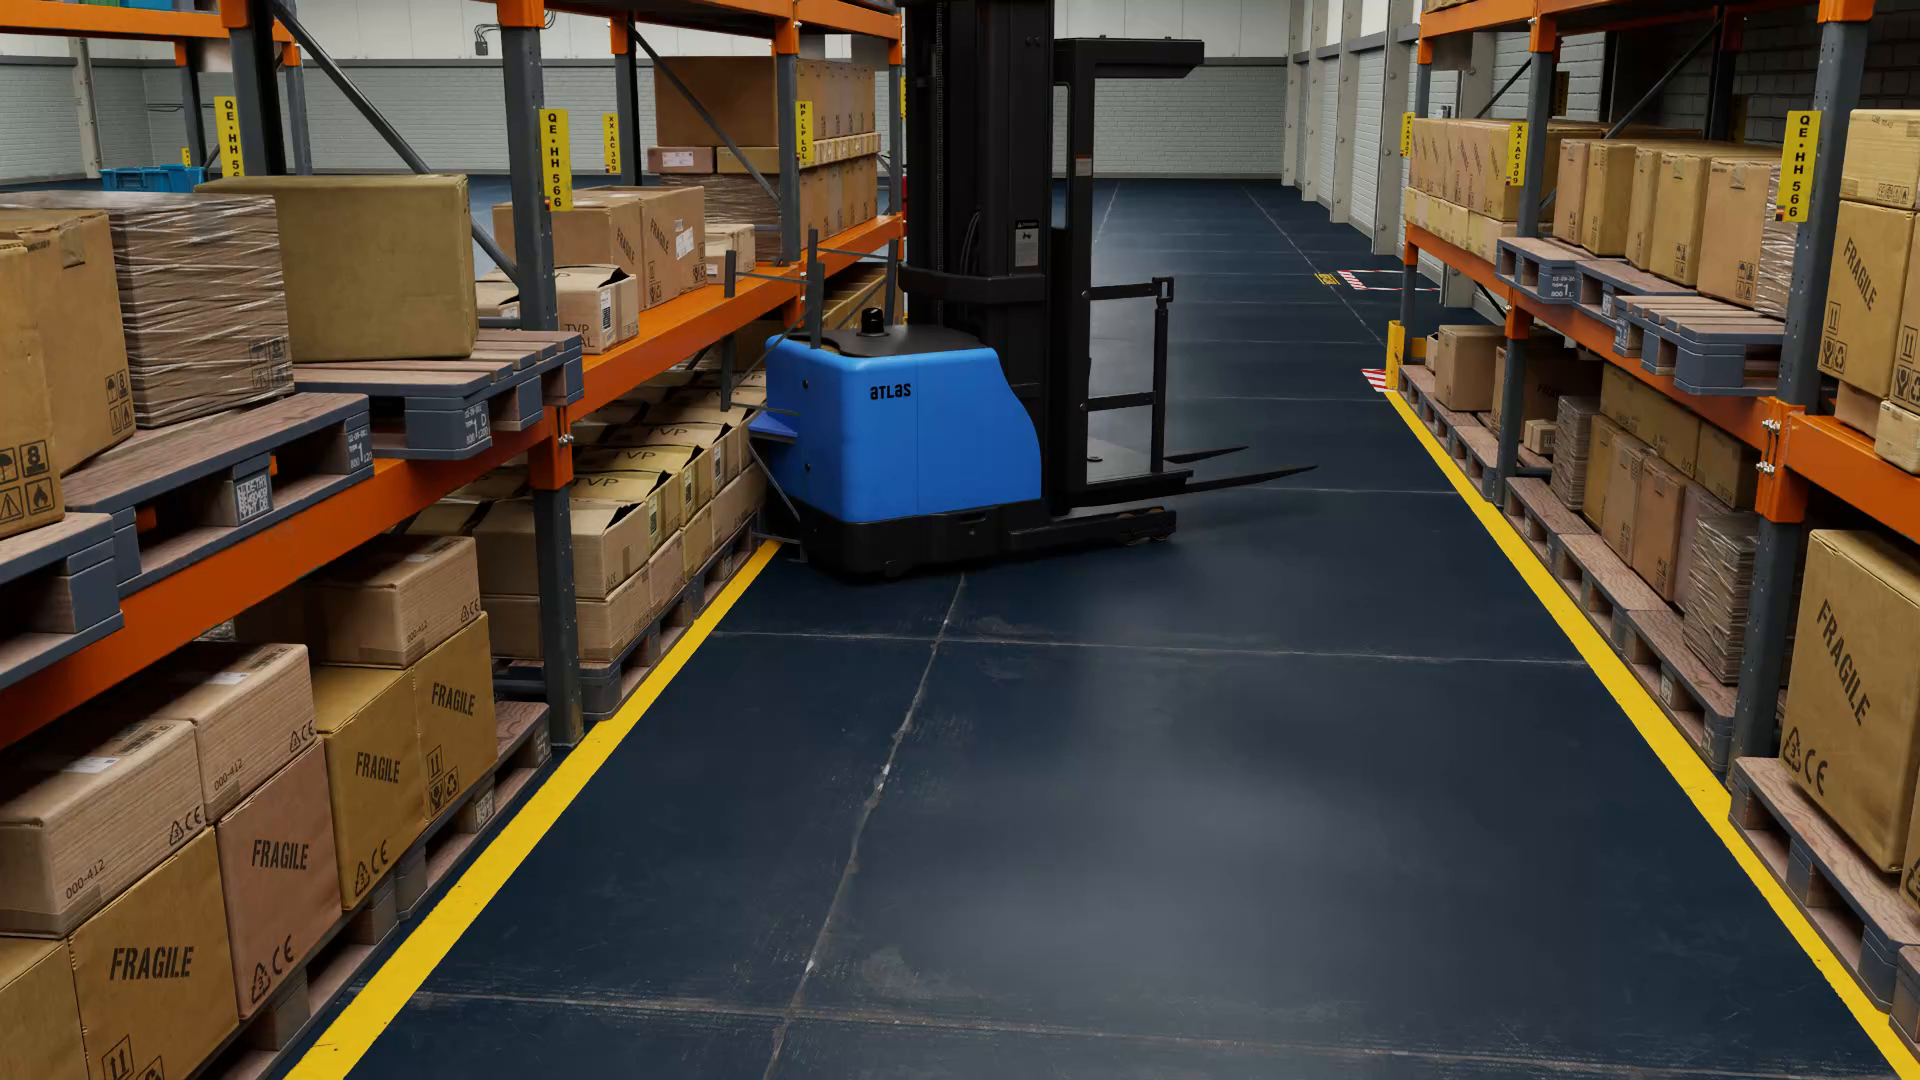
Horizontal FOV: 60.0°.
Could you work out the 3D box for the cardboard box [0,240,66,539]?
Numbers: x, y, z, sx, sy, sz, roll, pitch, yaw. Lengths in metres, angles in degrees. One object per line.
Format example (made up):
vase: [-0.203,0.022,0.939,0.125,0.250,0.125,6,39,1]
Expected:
cardboard box: [-2.023,-0.242,2.815,0.700,0.500,0.500,4,16,15]

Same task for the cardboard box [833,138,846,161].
cardboard box: [-0.986,-2.661,11.323,0.380,0.149,0.250,1,15,5]

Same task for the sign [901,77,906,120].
sign: [-0.422,-3.461,13.042,0.100,0.325,0.005,2,15,6]

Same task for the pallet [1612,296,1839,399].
pallet: [3.035,-0.682,5.807,1.213,0.211,1.003,2,15,6]

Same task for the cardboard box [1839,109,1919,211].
cardboard box: [2.750,-1.033,4.499,0.500,0.250,0.500,2,15,8]

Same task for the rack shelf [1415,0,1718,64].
rack shelf: [3.738,-3.244,10.544,1.077,0.370,4.000,2,15,6]

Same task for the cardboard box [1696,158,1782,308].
cardboard box: [3.140,-1.116,6.007,0.700,0.500,0.500,0,15,1]

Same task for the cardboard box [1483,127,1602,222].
cardboard box: [3.258,-2.056,9.330,0.500,0.500,0.500,2,15,6]

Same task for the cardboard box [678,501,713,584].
cardboard box: [-1.402,0.000,7.379,0.500,0.250,0.500,1,15,5]

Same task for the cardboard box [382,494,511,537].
cardboard box: [-2.047,-0.021,6.383,0.500,0.311,0.500,2,15,8]

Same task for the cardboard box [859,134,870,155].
cardboard box: [-0.870,-2.929,12.315,0.380,0.149,0.250,1,15,5]

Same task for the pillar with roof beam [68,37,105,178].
pillar with roof beam: [-18.892,-13.933,42.949,9.100,9.000,0.400,2,15,6]

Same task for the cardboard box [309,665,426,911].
cardboard box: [-1.793,0.646,4.473,0.500,0.500,0.500,1,15,4]

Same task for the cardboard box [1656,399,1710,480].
cardboard box: [3.270,-0.423,6.988,0.500,0.250,0.500,2,15,6]

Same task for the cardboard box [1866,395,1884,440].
cardboard box: [2.756,-0.332,4.586,0.380,0.149,0.250,2,15,7]

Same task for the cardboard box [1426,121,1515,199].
cardboard box: [3.481,-2.585,11.286,0.500,0.500,0.500,1,15,4]

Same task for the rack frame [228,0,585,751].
rack frame: [-1.862,-0.732,5.623,1.000,3.000,0.127,2,15,6]

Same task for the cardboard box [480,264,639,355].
cardboard box: [-1.568,-0.915,6.471,0.500,0.311,0.500,2,15,6]

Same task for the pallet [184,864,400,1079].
pallet: [-2.124,1.122,4.108,1.003,0.211,1.213,2,15,6]

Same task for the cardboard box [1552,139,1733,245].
cardboard box: [3.421,-1.754,8.368,0.700,0.500,0.500,2,15,6]

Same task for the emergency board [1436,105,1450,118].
emergency board: [5.738,-4.651,20.116,0.194,1.169,0.643,2,15,6]

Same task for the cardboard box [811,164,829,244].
cardboard box: [-1.253,-2.200,10.860,0.700,0.500,0.500,2,15,7]

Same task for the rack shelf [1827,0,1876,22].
rack shelf: [2.835,-1.169,2.871,1.077,0.370,4.000,2,15,6]

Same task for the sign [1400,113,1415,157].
sign: [3.424,-3.096,12.706,0.100,0.325,0.005,2,15,6]

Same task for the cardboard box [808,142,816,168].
cardboard box: [-1.104,-2.395,10.338,0.380,0.149,0.250,2,15,6]

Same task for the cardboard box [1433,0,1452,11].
cardboard box: [3.581,-3.950,11.548,0.500,0.500,0.500,3,15,10]

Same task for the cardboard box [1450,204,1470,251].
cardboard box: [3.370,-1.953,10.389,0.500,0.250,0.500,2,15,6]

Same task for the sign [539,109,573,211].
sign: [-1.322,-1.239,5.432,0.100,0.325,0.005,2,15,6]

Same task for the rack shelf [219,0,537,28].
rack shelf: [-2.088,-1.314,3.407,1.077,0.370,4.000,2,15,6]

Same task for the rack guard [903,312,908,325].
rack guard: [-0.956,-1.606,13.645,1.175,0.500,0.348,2,15,6]

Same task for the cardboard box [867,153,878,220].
cardboard box: [-1.025,-2.734,12.837,0.700,0.500,0.500,2,15,6]

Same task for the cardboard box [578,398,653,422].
cardboard box: [-1.824,-0.552,8.345,0.500,0.311,0.500,1,15,4]

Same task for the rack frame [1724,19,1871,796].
rack frame: [3.061,-0.587,5.087,1.000,3.000,0.127,2,15,6]

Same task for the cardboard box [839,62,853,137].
cardboard box: [-1.141,-3.080,11.628,0.700,0.500,0.500,2,15,6]

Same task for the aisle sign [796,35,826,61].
aisle sign: [-1.256,-4.088,13.053,0.394,0.787,0.004,2,15,6]

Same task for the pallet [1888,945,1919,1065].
pallet: [2.757,1.277,3.536,1.003,0.211,1.213,2,15,6]

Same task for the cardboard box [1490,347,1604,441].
cardboard box: [3.589,-0.901,10.192,0.500,0.500,0.500,1,15,2]

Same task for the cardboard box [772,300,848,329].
cardboard box: [-0.998,-1.248,10.557,0.500,0.500,0.500,2,15,6]

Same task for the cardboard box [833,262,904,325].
cardboard box: [-0.724,-1.896,12.955,0.500,0.500,0.500,2,15,6]

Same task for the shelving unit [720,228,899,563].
shelving unit: [-0.778,-0.770,8.564,0.538,1.500,1.048,10,19,16]

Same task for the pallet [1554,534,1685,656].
pallet: [3.290,0.241,7.367,1.003,0.211,1.213,2,15,6]

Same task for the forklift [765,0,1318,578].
forklift: [0.540,-1.496,8.579,3.031,2.935,1.130,-9,17,-29]

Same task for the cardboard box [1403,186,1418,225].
cardboard box: [3.593,-2.482,12.344,0.500,0.250,0.500,1,15,5]

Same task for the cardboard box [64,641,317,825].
cardboard box: [-1.848,0.430,3.835,0.500,0.250,0.500,1,15,5]

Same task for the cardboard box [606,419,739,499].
cardboard box: [-1.343,-0.407,7.811,0.500,0.311,0.500,2,15,6]

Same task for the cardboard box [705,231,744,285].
cardboard box: [-1.327,-1.471,8.614,0.396,0.266,0.258,1,15,5]

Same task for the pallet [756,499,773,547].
pallet: [-1.455,-0.231,9.112,1.003,0.211,1.213,2,15,6]

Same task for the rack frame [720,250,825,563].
rack frame: [-0.933,-0.632,8.100,0.500,1.500,0.032,10,19,16]

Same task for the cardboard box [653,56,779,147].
cardboard box: [-1.367,-2.559,9.703,0.700,0.500,0.500,2,15,7]

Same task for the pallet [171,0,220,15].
pallet: [-6.071,-4.099,12.689,1.003,0.211,1.213,2,15,6]

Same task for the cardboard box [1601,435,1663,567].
cardboard box: [3.339,-0.172,7.498,0.700,0.500,0.500,2,15,7]

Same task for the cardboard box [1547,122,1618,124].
cardboard box: [3.944,-2.438,10.743,0.500,0.500,0.500,2,15,7]

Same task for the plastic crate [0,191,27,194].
plastic crate: [-6.146,-2.018,10.499,0.767,0.338,0.504,2,15,6]
